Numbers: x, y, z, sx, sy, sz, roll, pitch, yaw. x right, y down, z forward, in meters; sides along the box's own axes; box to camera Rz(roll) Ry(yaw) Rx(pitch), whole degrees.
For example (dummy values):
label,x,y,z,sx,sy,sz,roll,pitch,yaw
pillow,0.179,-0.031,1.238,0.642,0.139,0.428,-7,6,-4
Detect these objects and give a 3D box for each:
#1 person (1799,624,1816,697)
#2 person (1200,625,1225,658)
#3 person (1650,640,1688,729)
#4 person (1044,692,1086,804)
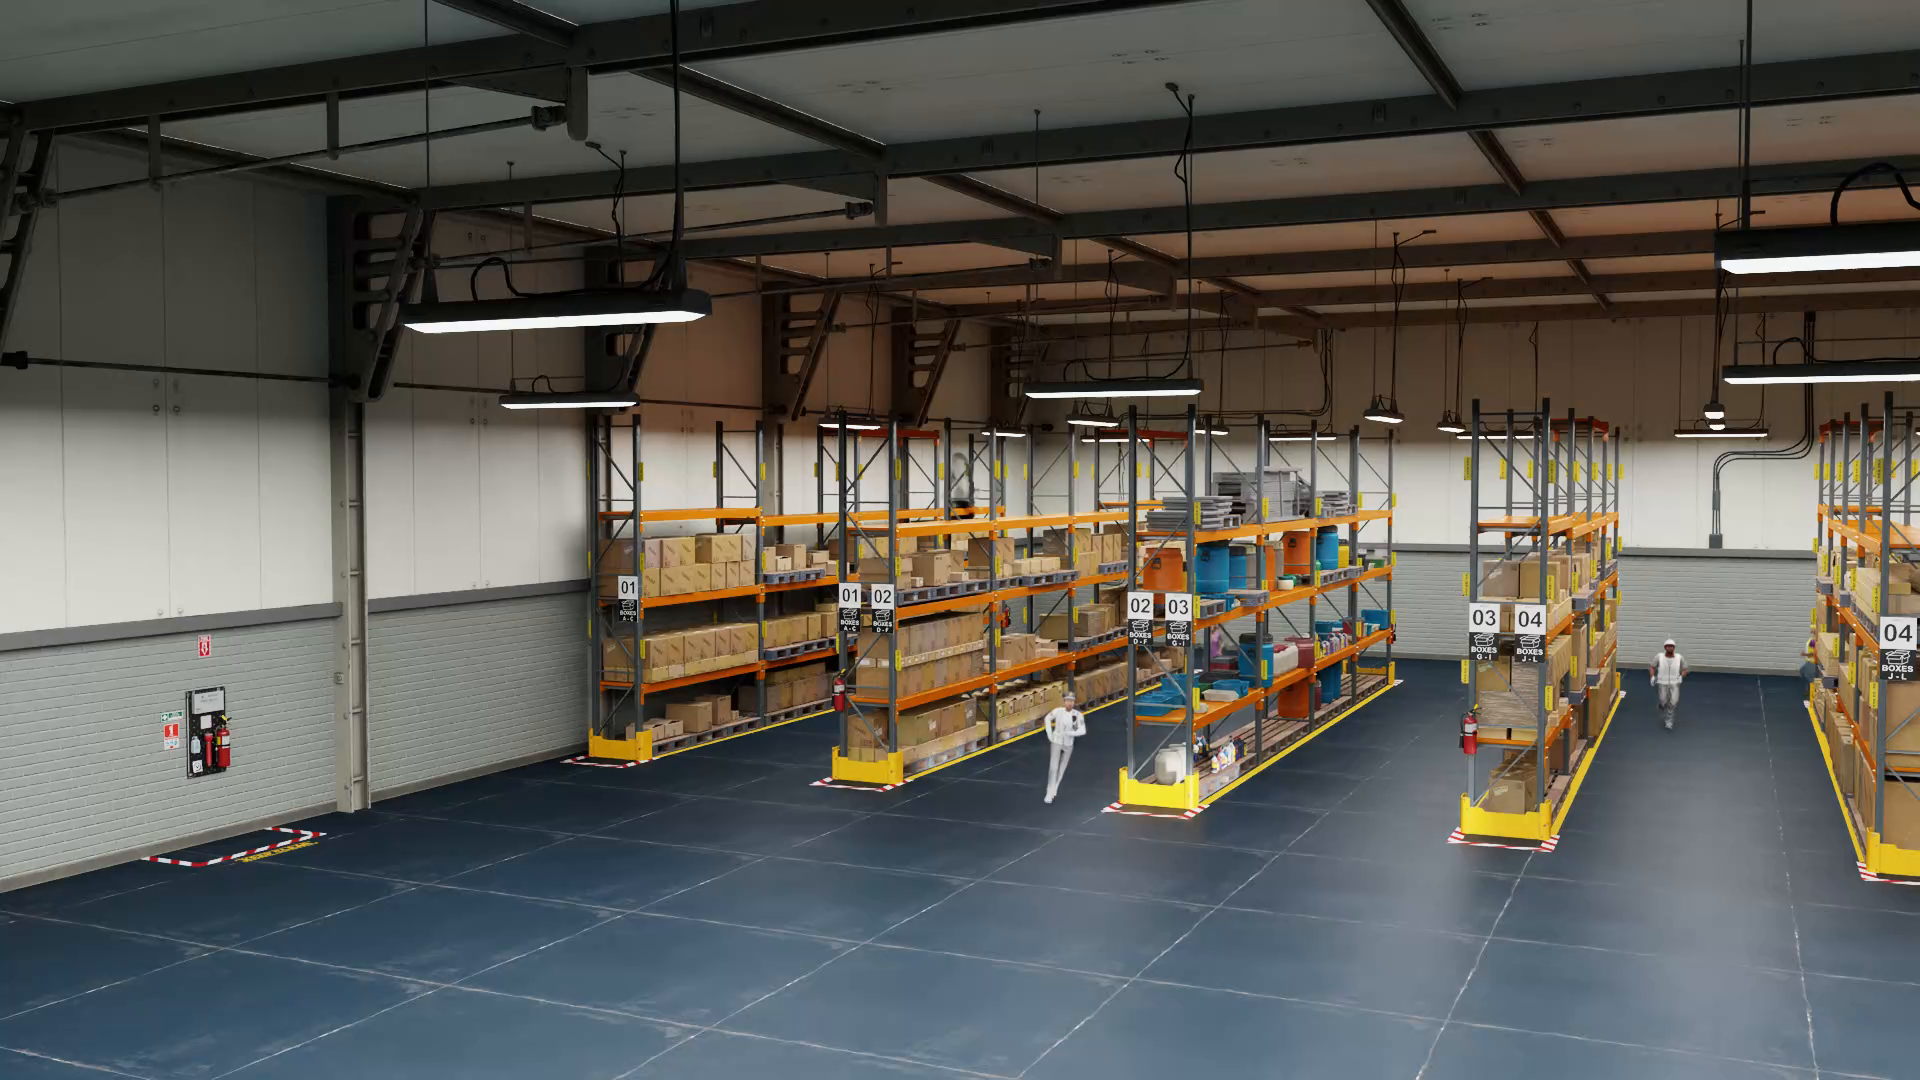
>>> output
label,x,y,z,sx,sy,sz,roll,pitch,yaw
person,18.762,2.651,36.627,0.581,1.719,0.802,2,3,39
person,5.660,2.662,37.352,0.522,1.639,0.700,1,2,16
person,13.829,2.810,32.438,0.687,1.739,0.602,1,2,19
person,1.581,3.149,25.272,0.635,1.731,0.654,0,2,-1
